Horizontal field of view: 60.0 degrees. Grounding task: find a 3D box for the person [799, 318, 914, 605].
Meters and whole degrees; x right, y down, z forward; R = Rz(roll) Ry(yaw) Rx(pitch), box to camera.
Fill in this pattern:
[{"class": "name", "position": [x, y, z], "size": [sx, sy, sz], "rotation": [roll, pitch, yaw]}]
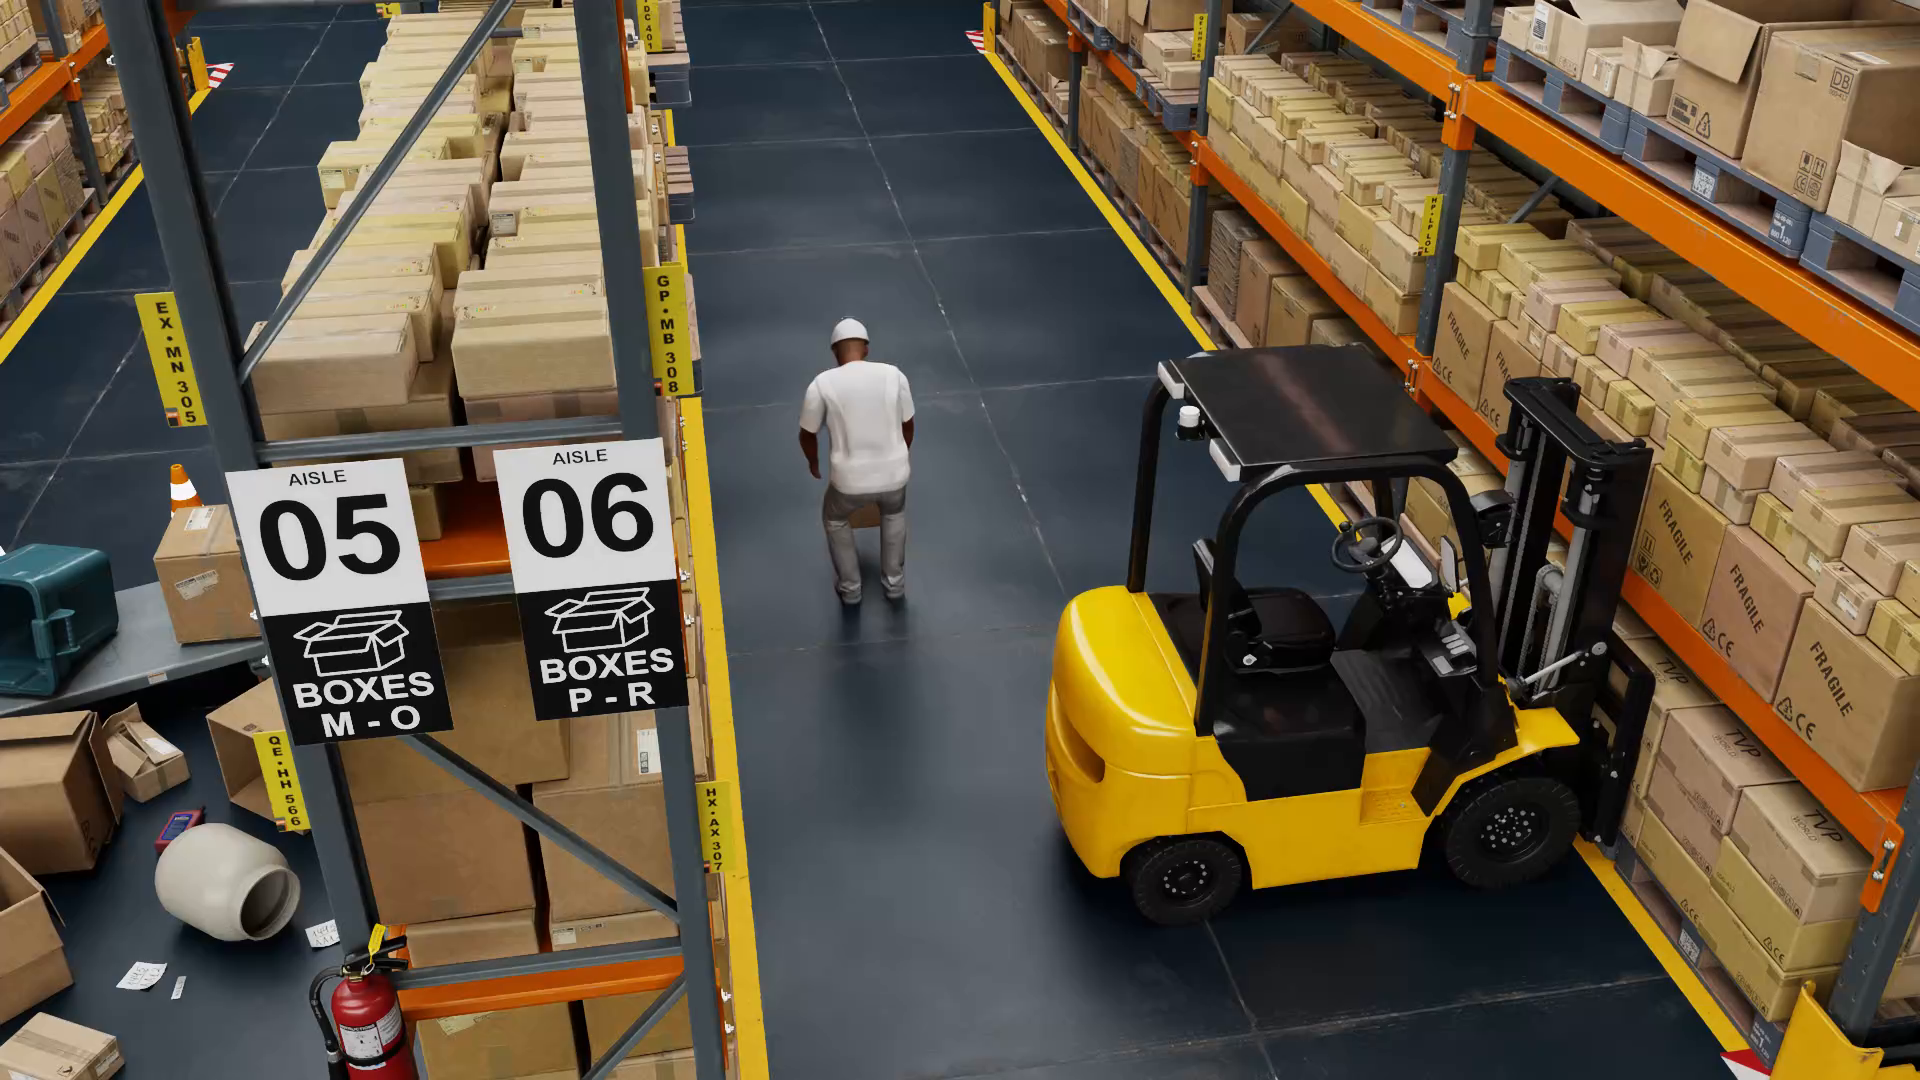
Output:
[{"class": "person", "position": [-0.546, -0.399, 9.012], "size": [0.625, 1.543, 0.666], "rotation": [-5, 31, -9]}]
